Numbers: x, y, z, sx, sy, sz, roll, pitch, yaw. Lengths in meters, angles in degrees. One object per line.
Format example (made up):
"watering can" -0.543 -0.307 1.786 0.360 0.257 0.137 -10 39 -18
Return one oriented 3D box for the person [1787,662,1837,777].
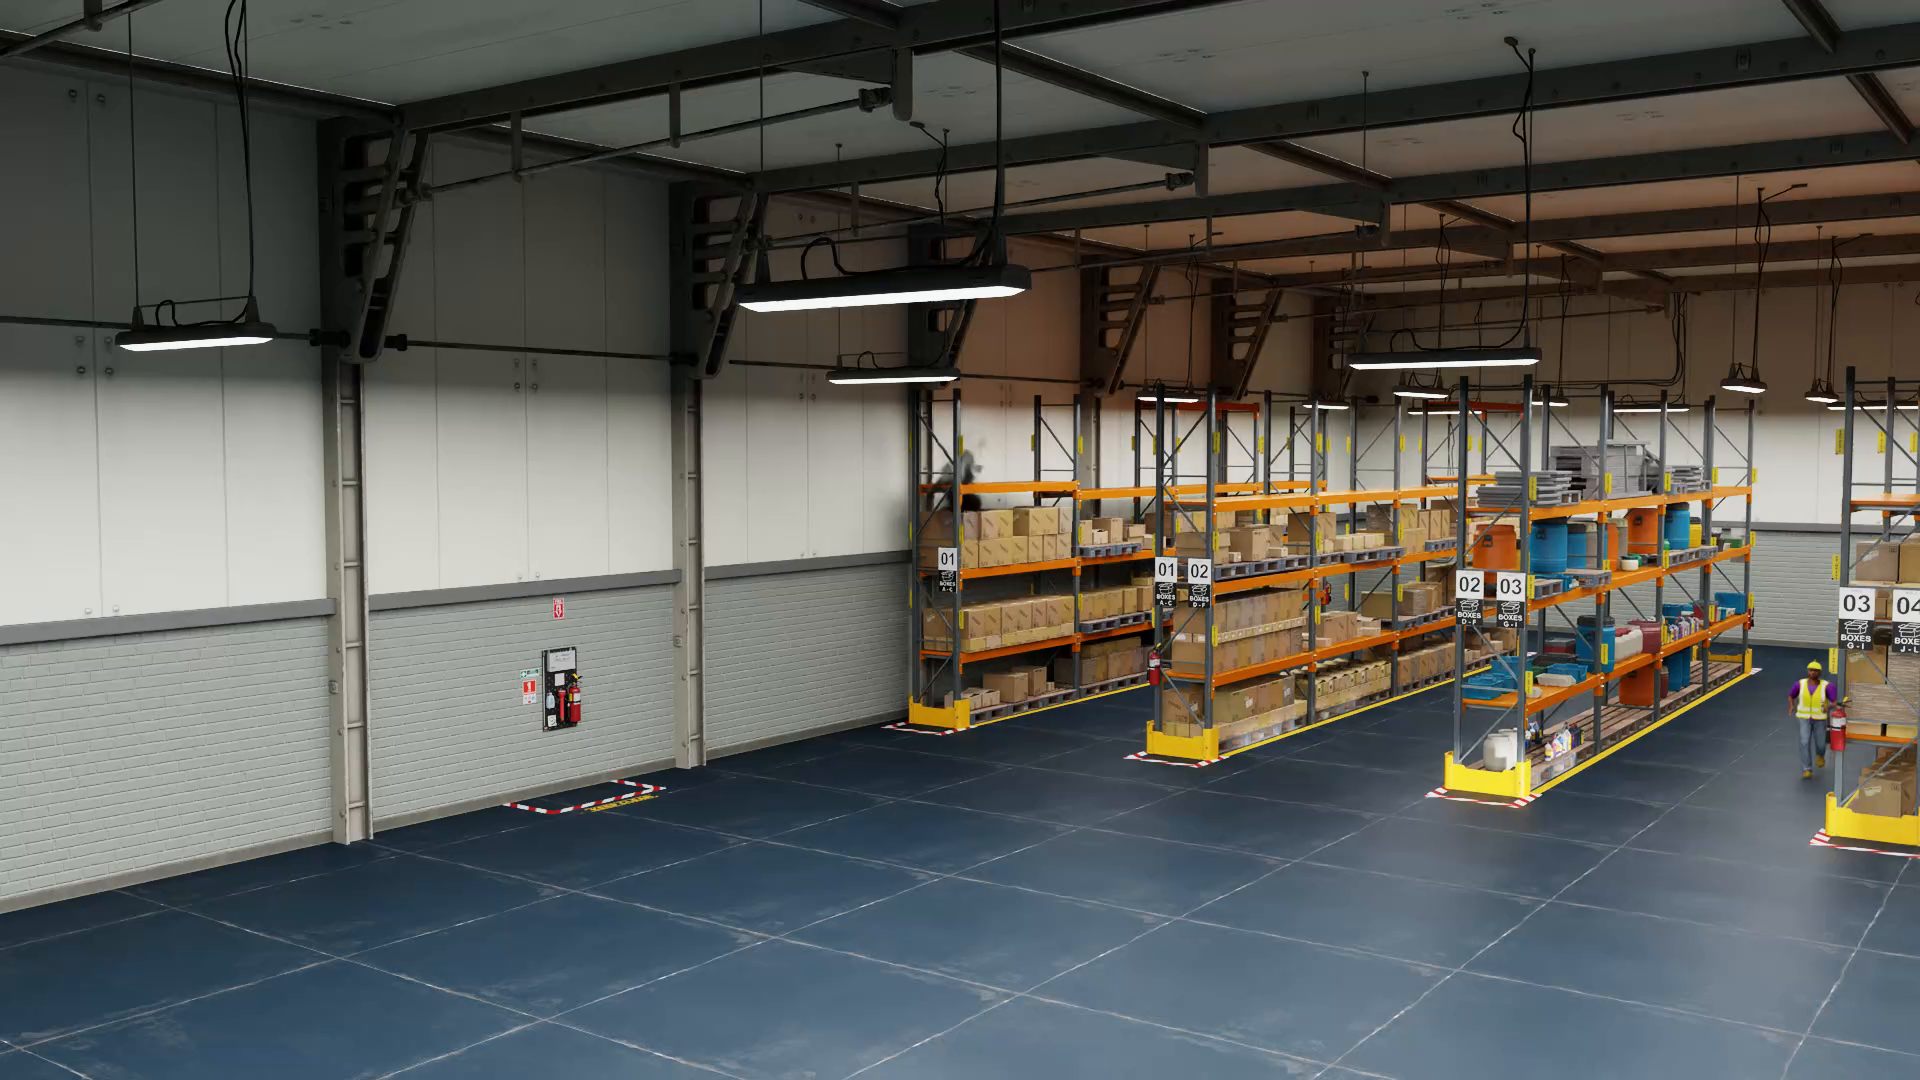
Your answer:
"person" 12.896 2.704 25.164 0.711 1.733 0.795 2 4 33
